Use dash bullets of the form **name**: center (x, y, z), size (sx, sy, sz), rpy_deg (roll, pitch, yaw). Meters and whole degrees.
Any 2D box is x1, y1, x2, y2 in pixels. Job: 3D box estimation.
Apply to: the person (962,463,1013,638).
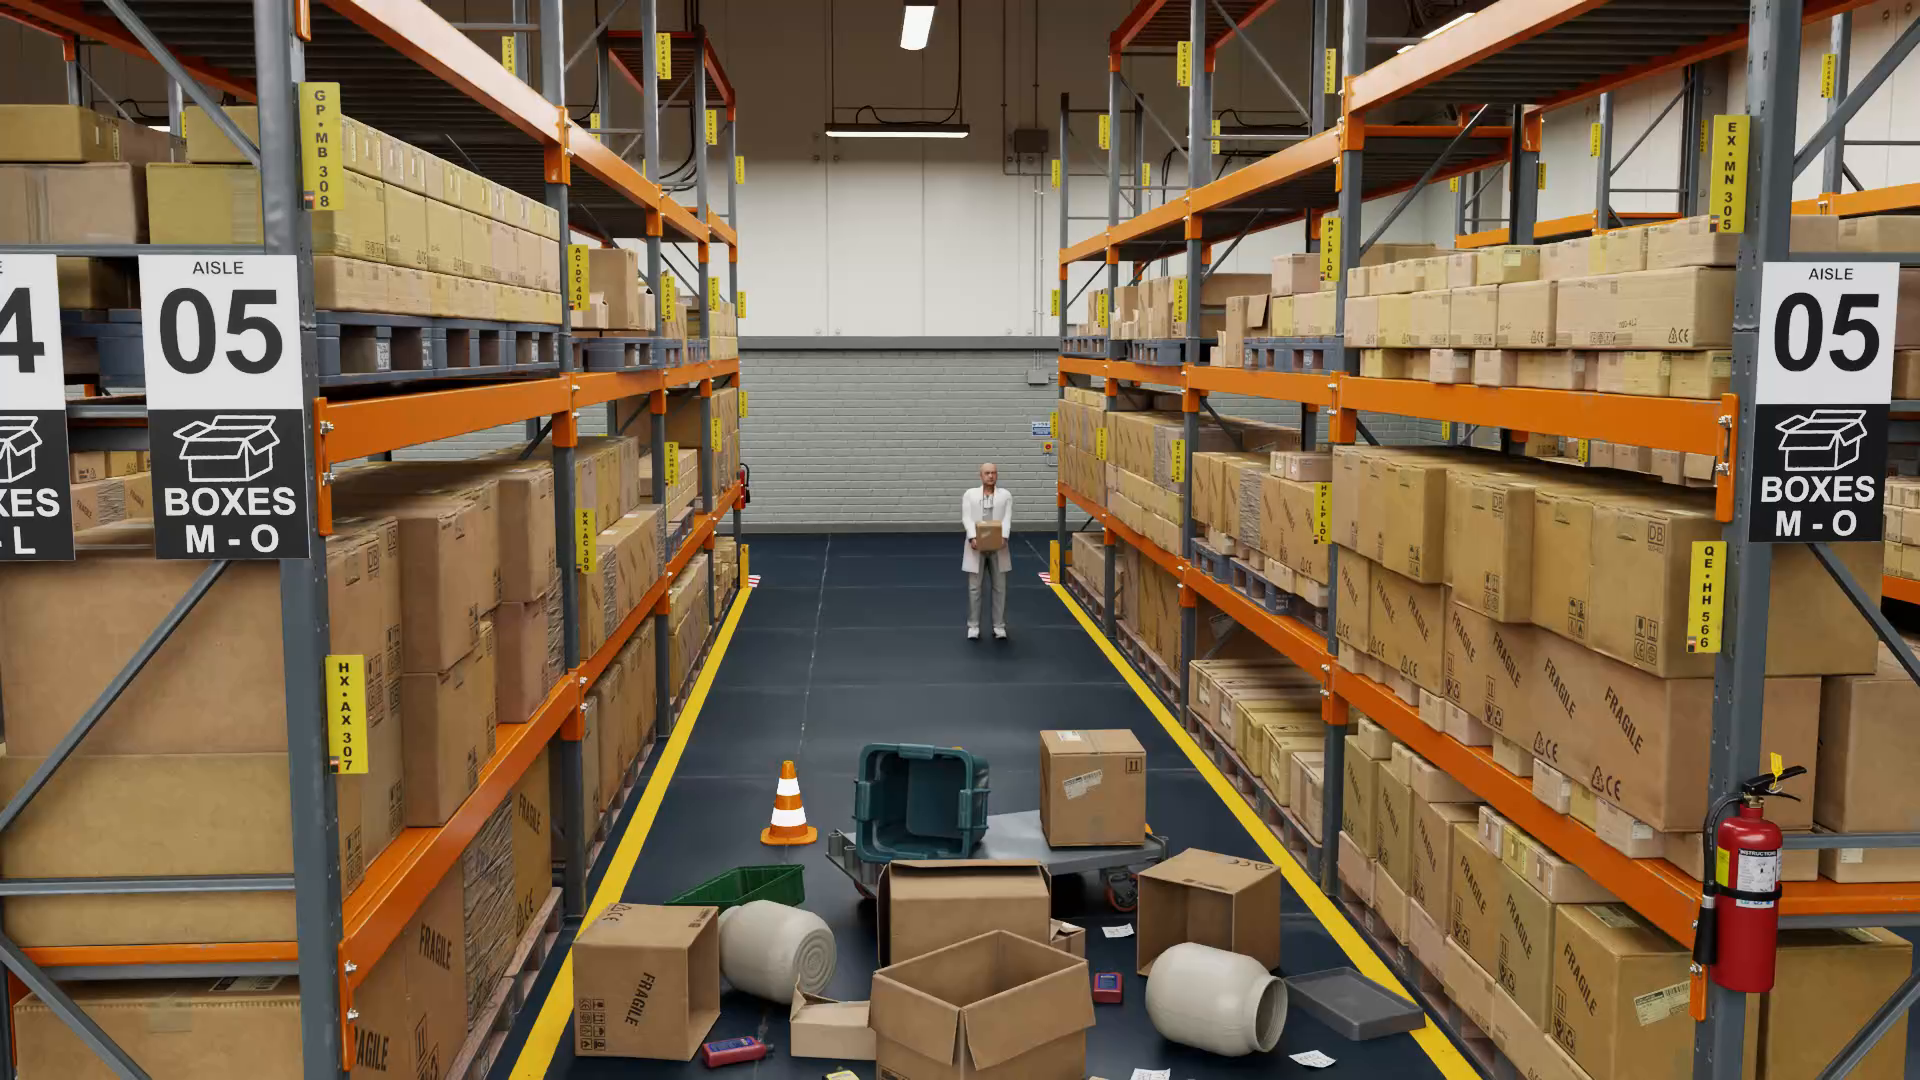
- **person**: center (0.285, 0.117, 16.831), size (0.530, 1.769, 0.563), rpy_deg (0, 7, -4)
